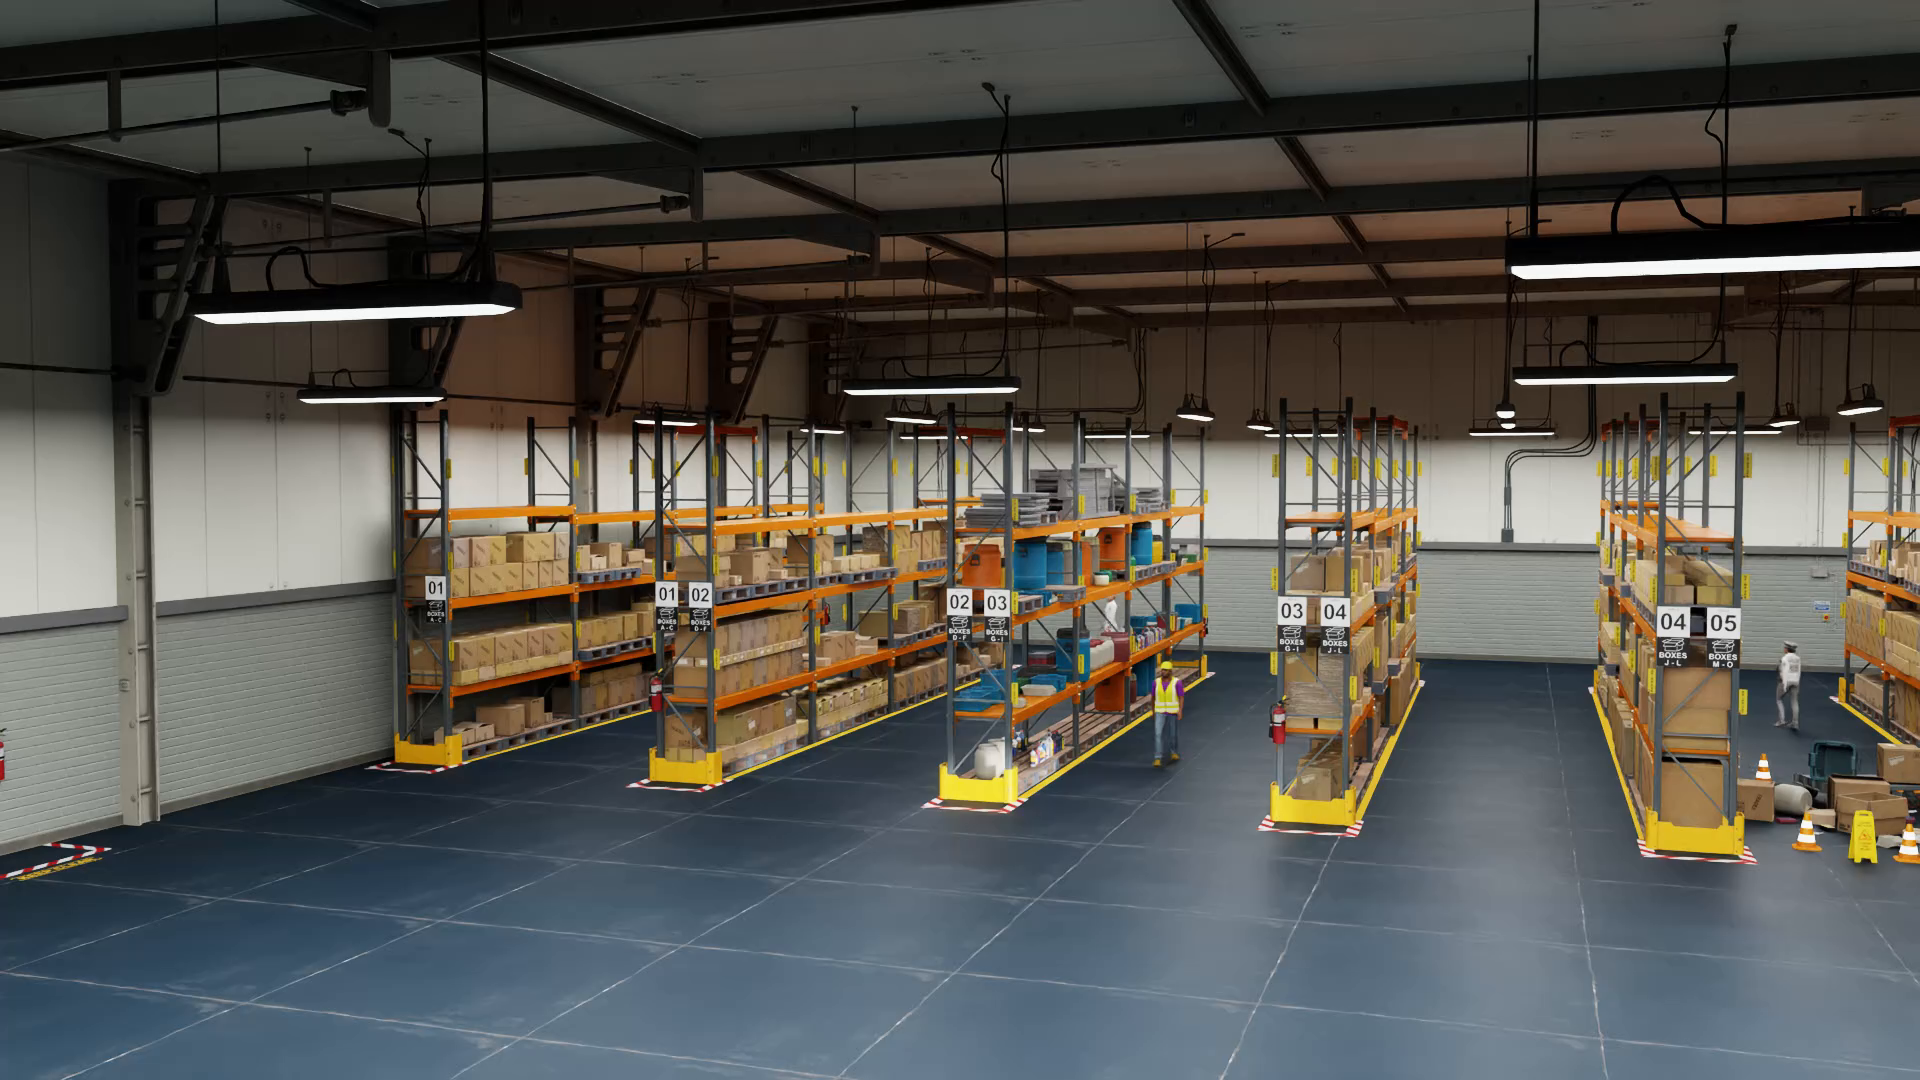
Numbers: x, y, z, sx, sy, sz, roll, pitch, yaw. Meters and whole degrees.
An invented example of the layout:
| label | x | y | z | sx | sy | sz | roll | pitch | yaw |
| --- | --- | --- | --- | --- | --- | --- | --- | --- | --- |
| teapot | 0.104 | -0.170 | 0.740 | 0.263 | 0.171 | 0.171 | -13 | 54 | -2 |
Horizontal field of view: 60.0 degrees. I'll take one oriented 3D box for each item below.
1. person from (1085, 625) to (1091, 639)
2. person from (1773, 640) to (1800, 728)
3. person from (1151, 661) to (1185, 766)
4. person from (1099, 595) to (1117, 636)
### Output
| label | x | y | z | sx | sy | sz | roll | pitch | yaw |
| --- | --- | --- | --- | --- | --- | --- | --- | --- | --- |
| person | 2.746 | 2.621 | 36.962 | 0.420 | 1.530 | 0.961 | 0 | 2 | 8 |
| person | 16.031 | 2.804 | 32.067 | 0.476 | 1.712 | 0.525 | 0 | 2 | -1 |
| person | 3.494 | 2.920 | 28.076 | 0.596 | 1.729 | 0.975 | 1 | 3 | 17 |
| person | 3.861 | 2.255 | 43.271 | 0.492 | 1.809 | 0.625 | 0 | 2 | -6 |
